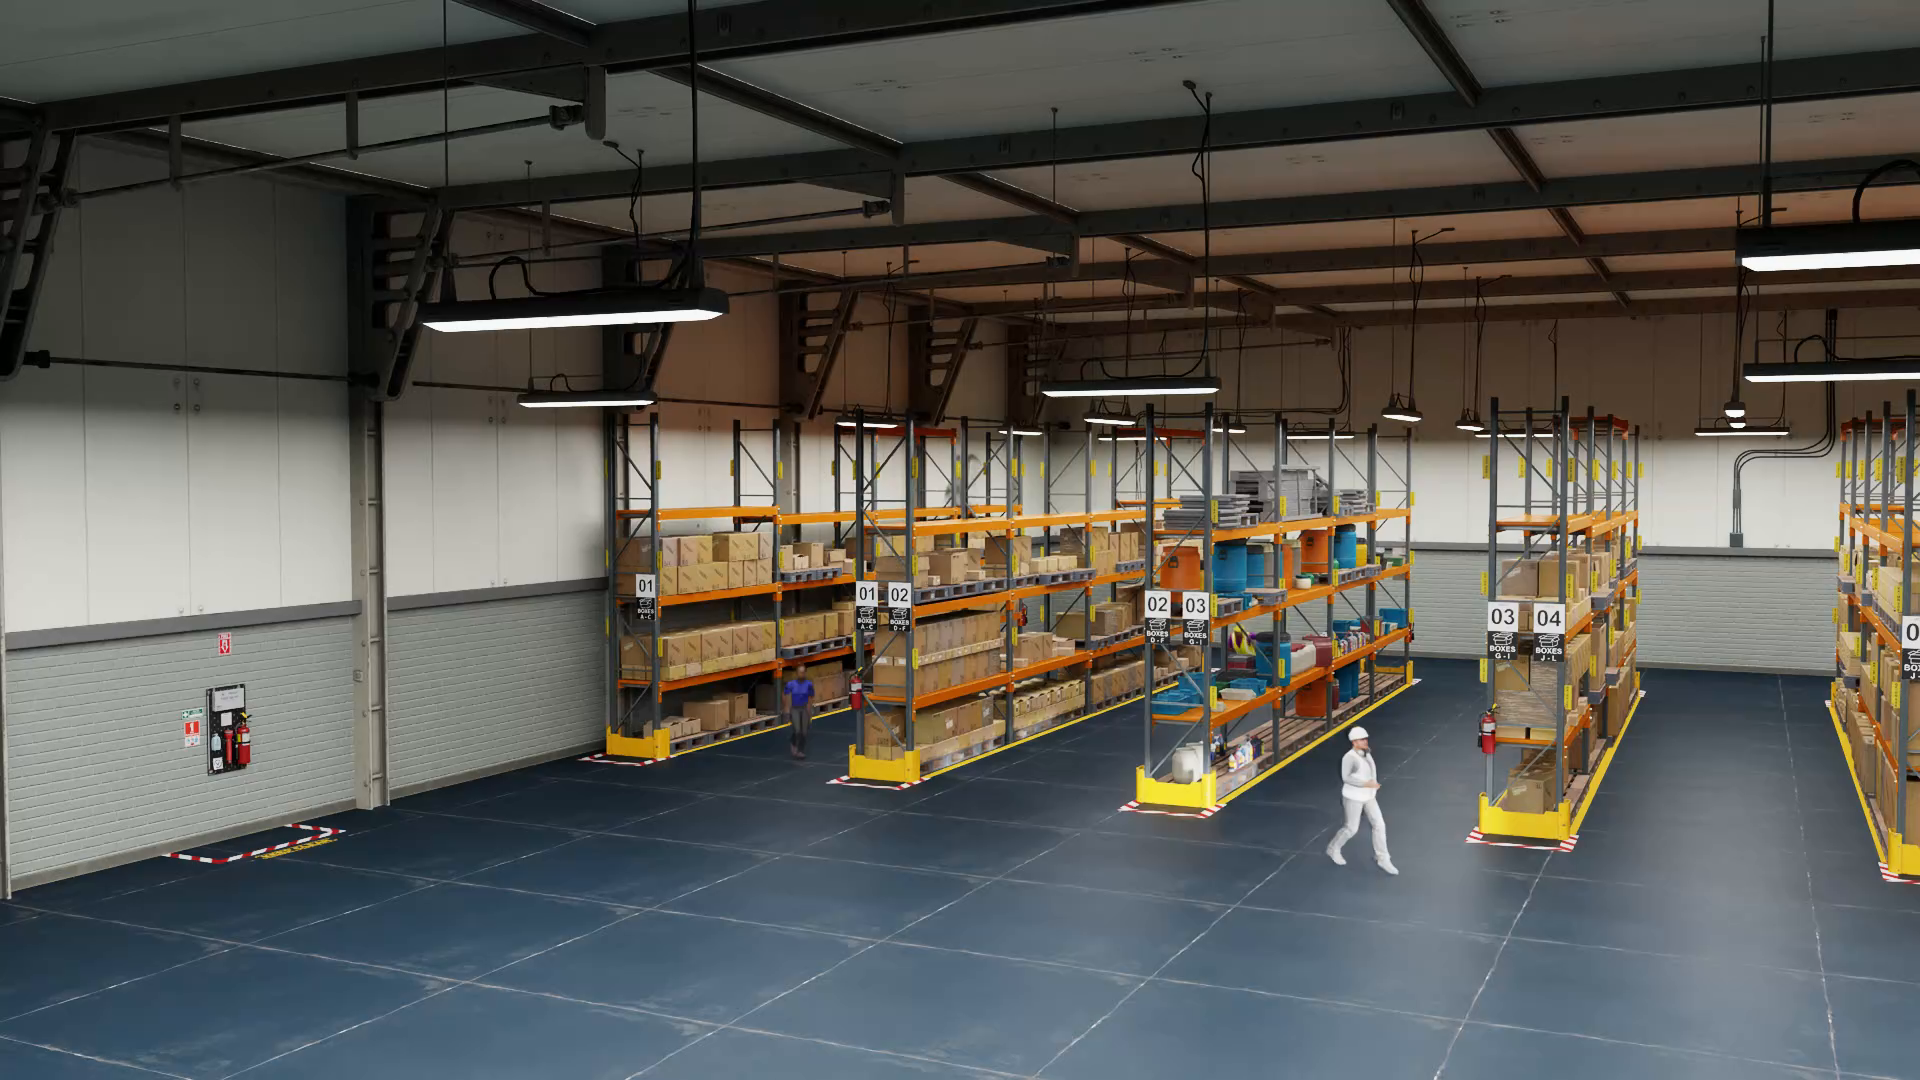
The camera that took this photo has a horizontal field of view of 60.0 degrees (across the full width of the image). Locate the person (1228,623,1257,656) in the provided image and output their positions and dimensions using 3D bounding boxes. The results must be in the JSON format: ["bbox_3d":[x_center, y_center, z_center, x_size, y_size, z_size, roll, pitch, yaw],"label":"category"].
[{"bbox_3d":[6.267,2.661,36.523,0.746,1.716,1.038,2,3,33],"label":"person"}]

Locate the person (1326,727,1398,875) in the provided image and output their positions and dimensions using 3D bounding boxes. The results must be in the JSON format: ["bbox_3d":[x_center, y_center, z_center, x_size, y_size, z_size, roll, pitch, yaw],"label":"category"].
[{"bbox_3d":[4.982,3.219,20.695,0.663,1.791,0.944,-2,3,-42],"label":"person"}]

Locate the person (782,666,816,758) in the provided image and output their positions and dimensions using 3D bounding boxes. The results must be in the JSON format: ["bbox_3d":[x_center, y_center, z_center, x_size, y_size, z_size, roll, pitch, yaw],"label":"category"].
[{"bbox_3d":[-2.763,2.979,28.707,0.558,1.603,0.657,-1,2,-16],"label":"person"}]
